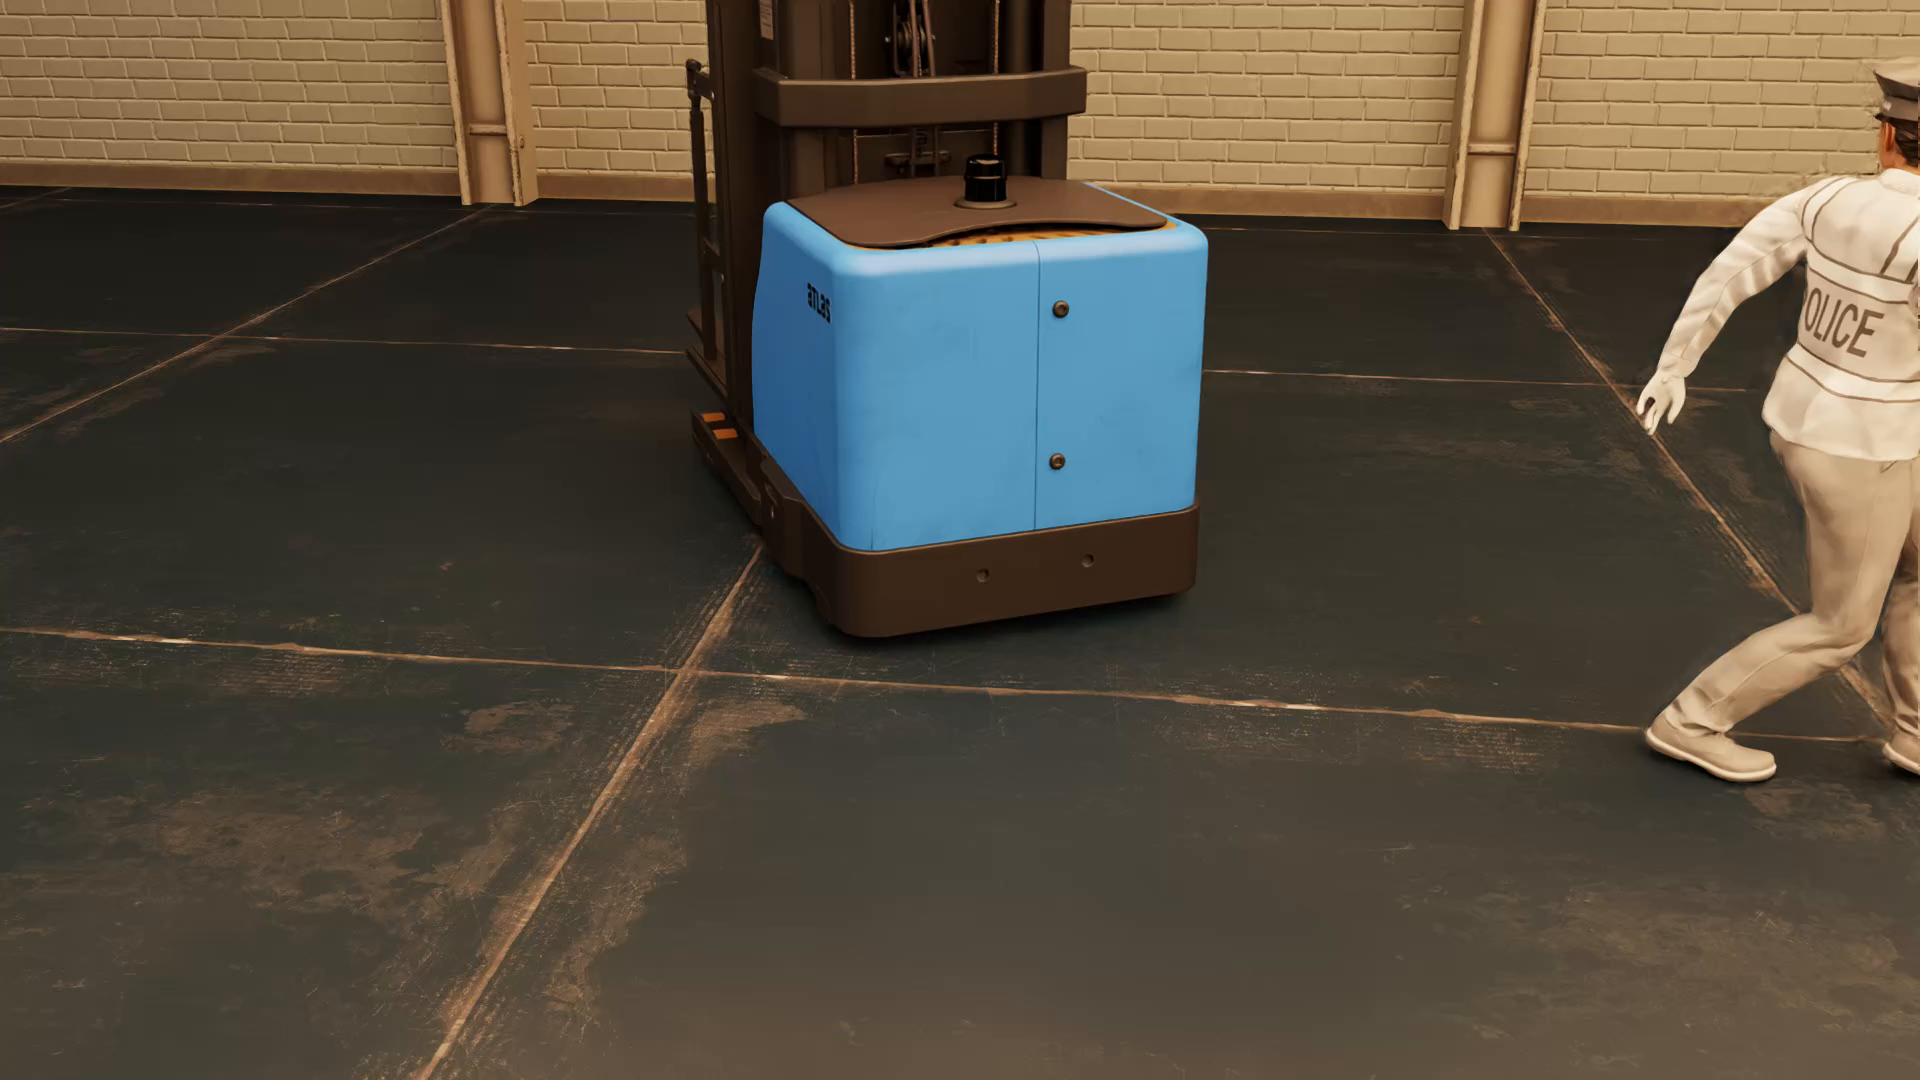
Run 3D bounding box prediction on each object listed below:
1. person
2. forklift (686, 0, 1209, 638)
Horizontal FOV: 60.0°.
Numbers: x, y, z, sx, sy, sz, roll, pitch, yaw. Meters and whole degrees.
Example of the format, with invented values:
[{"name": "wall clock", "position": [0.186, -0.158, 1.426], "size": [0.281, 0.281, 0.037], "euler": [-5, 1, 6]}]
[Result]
[{"name": "person", "position": [1.955, -0.199, 3.583], "size": [0.887, 1.617, 0.513], "euler": [3, 22, 6]}, {"name": "forklift", "position": [-0.310, -1.624, 5.285], "size": [1.130, 2.935, 3.031], "euler": [-8, 23, -18]}]
